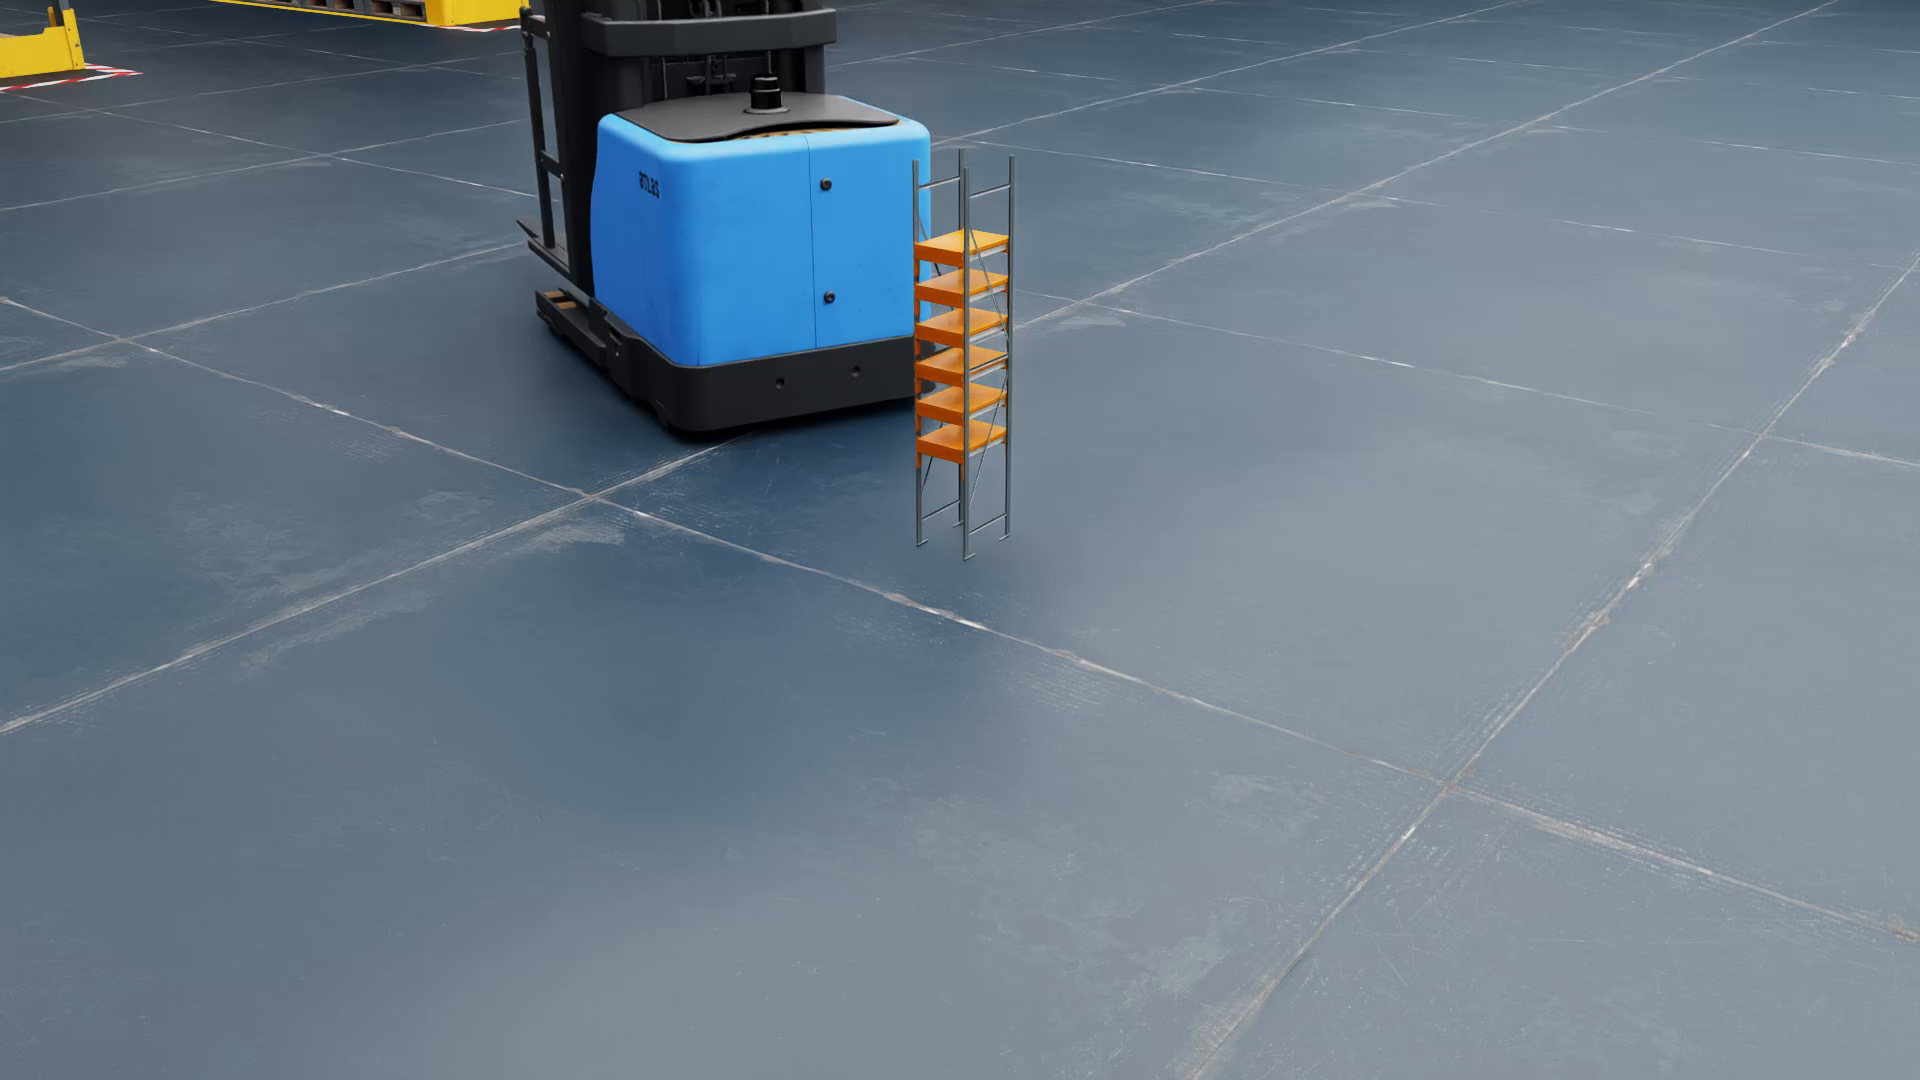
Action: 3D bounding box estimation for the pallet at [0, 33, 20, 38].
[{"bbox_3d":[-8.867,-4.333,14.823,1.213,0.211,1.003,17,29,33],"label":"pallet"}]

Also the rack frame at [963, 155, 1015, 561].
[{"bbox_3d":[0.085,-0.523,4.950,0.006,1.200,0.240,17,29,33],"label":"rack frame"}]

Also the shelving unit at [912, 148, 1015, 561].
[{"bbox_3d":[0.012,-0.546,5.000,0.189,1.200,0.258,17,29,33],"label":"shelving unit"}]

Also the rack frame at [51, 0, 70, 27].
[{"bbox_3d":[-8.131,-5.408,13.803,0.127,3.000,1.000,17,29,33],"label":"rack frame"}]

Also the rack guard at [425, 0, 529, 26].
[{"bbox_3d":[-5.221,-5.880,17.976,0.348,0.500,1.175,17,29,33],"label":"rack guard"}]

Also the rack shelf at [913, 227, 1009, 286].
[{"bbox_3d":[0.012,-0.834,4.873,0.180,0.103,0.258,17,29,33],"label":"rack shelf"}]

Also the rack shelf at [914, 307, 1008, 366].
[{"bbox_3d":[0.012,-0.615,4.970,0.180,0.103,0.258,17,29,33],"label":"rack shelf"}]

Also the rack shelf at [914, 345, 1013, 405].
[{"bbox_3d":[0.012,-0.505,5.018,0.180,0.103,0.258,17,29,33],"label":"rack shelf"}]

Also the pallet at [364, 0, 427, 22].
[{"bbox_3d":[-5.850,-5.956,18.506,1.213,0.211,1.003,17,29,33],"label":"pallet"}]

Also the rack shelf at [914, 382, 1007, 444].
[{"bbox_3d":[0.012,-0.395,5.066,0.180,0.103,0.258,17,29,33],"label":"rack shelf"}]

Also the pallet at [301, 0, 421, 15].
[{"bbox_3d":[-6.822,-6.251,19.176,1.213,0.211,1.003,17,29,33],"label":"pallet"}]

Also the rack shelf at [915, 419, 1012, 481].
[{"bbox_3d":[0.012,-0.285,5.115,0.180,0.103,0.258,17,29,33],"label":"rack shelf"}]

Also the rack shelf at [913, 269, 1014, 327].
[{"bbox_3d":[0.012,-0.725,4.921,0.180,0.103,0.258,17,29,33],"label":"rack shelf"}]

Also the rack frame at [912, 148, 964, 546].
[{"bbox_3d":[-0.062,-0.568,5.050,0.006,1.200,0.240,17,29,33],"label":"rack frame"}]

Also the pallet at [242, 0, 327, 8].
[{"bbox_3d":[-7.803,-6.546,19.845,1.213,0.211,1.003,17,29,33],"label":"pallet"}]

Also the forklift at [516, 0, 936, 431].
[{"bbox_3d":[-1.227,-2.287,6.805,1.130,2.935,3.031,-12,27,-25],"label":"forklift"}]

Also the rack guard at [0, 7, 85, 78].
[{"bbox_3d":[-8.220,-4.267,14.315,0.348,0.500,1.175,17,29,33],"label":"rack guard"}]
